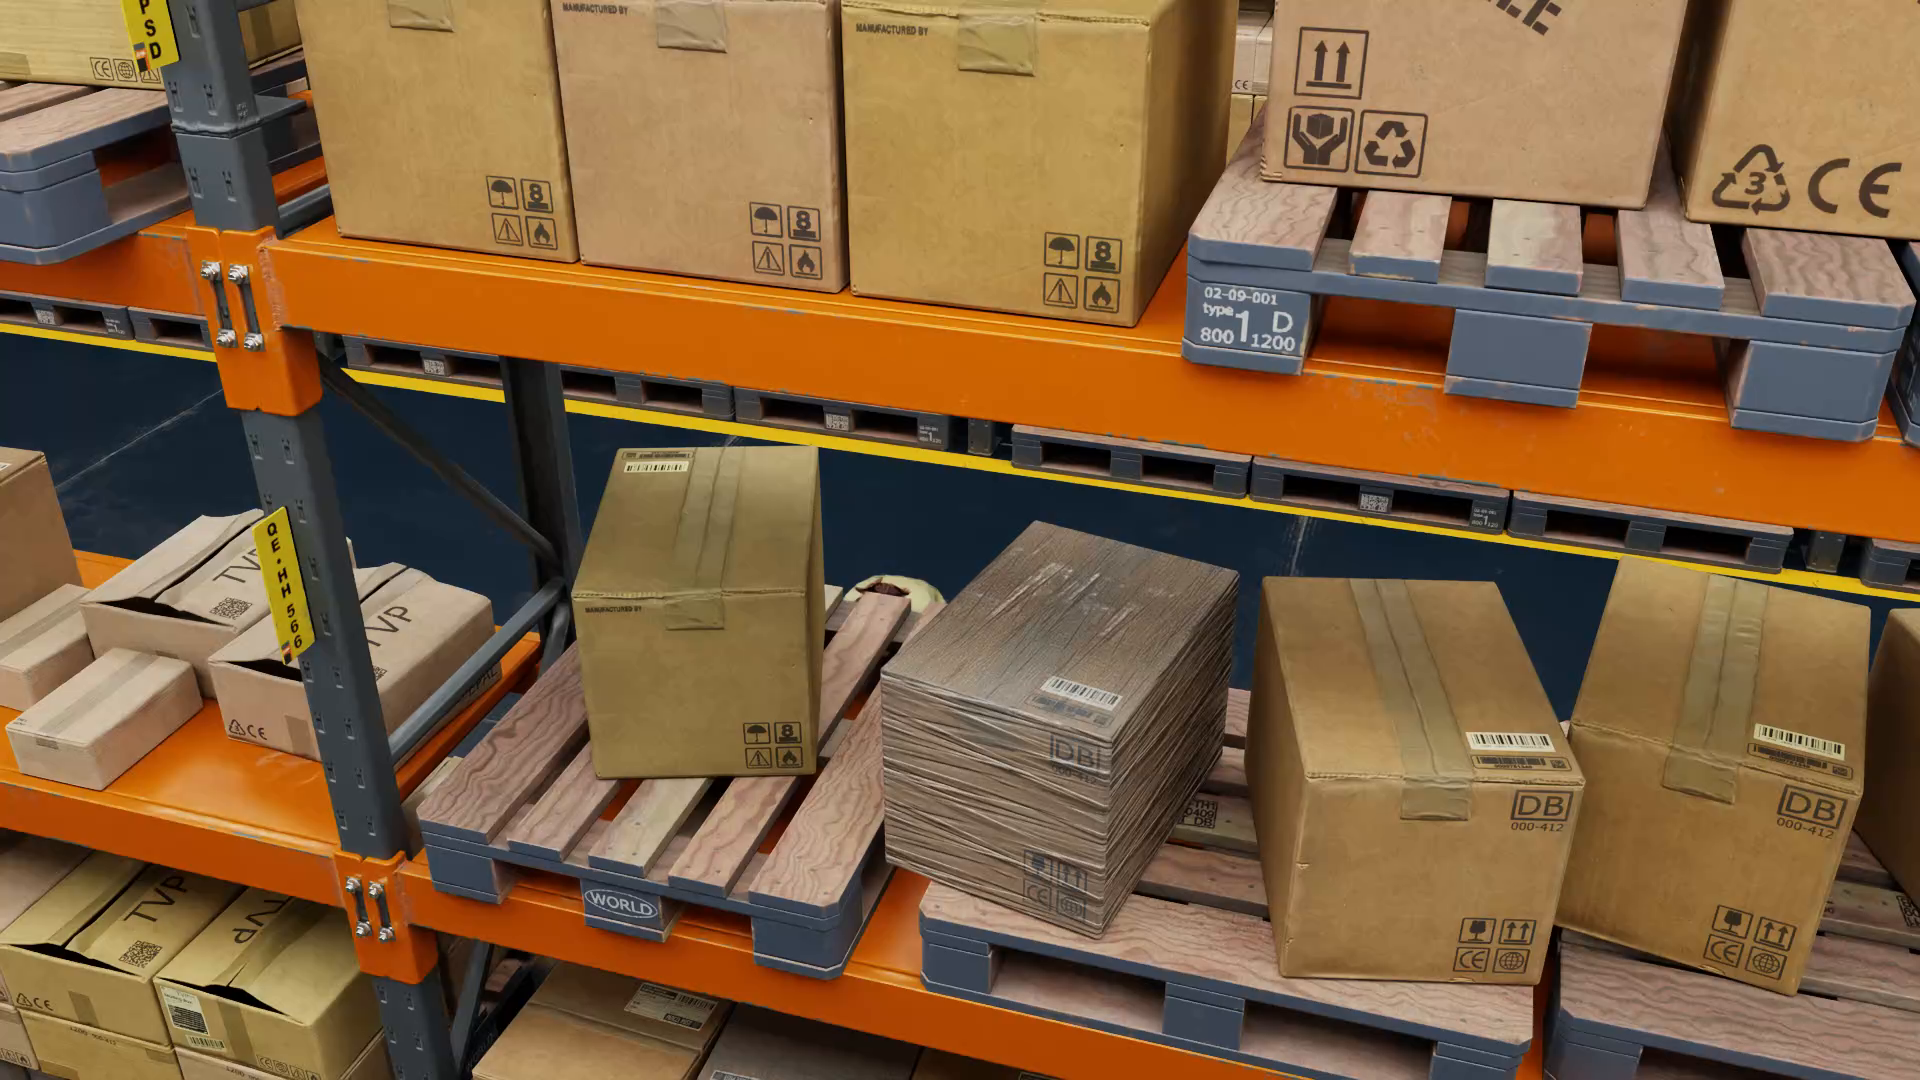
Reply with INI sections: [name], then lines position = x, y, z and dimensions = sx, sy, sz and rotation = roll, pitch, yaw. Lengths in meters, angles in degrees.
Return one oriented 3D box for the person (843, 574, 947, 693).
[person]
position = -0.262, 0.480, 6.063
dimensions = 0.462, 0.909, 0.833
rotation = 8, 30, 14
